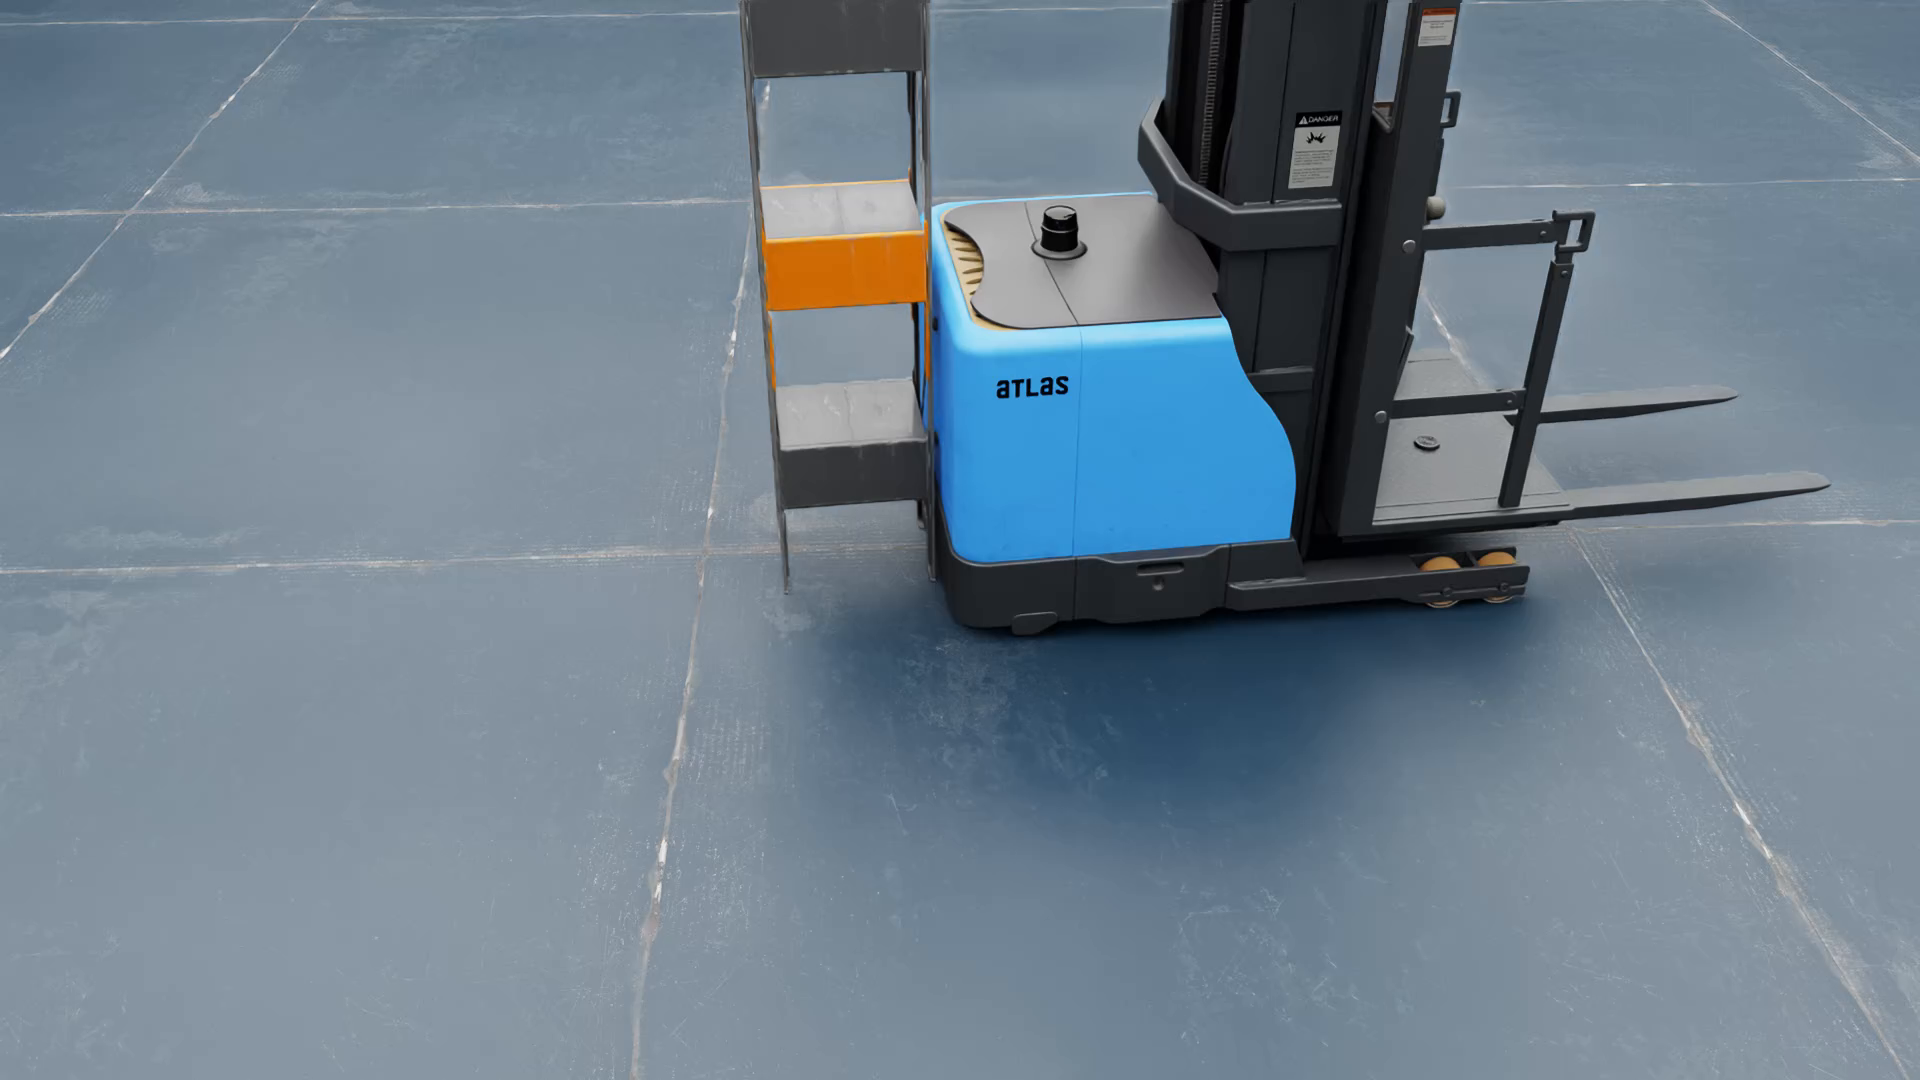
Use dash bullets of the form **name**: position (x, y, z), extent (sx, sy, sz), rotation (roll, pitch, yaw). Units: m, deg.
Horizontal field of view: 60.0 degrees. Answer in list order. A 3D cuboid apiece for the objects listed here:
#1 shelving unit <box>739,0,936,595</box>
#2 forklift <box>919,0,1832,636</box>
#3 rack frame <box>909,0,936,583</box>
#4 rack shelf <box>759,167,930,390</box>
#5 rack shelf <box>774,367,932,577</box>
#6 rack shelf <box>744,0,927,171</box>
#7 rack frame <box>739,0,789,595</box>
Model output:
- **shelving unit**: position (-0.358, -0.814, 5.082), extent (0.503, 2.100, 0.431), rotation (-5, 35, -7)
- **forklift**: position (1.409, -1.277, 5.020), extent (3.031, 2.935, 1.130), rotation (-5, 35, -7)
- **rack frame**: position (-0.117, -0.834, 5.110), extent (0.015, 2.100, 0.400), rotation (-5, 35, -7)
- **rack shelf**: position (-0.358, -0.803, 5.089), extent (0.480, 0.518, 0.431), rotation (-5, 35, -7)
- **rack shelf**: position (-0.358, -0.228, 5.488), extent (0.480, 0.518, 0.431), rotation (-5, 35, -7)
- **rack shelf**: position (-0.358, -1.379, 4.691), extent (0.480, 0.518, 0.431), rotation (-5, 35, -7)
- **rack frame**: position (-0.600, -0.795, 5.053), extent (0.015, 2.100, 0.400), rotation (-5, 35, -7)
